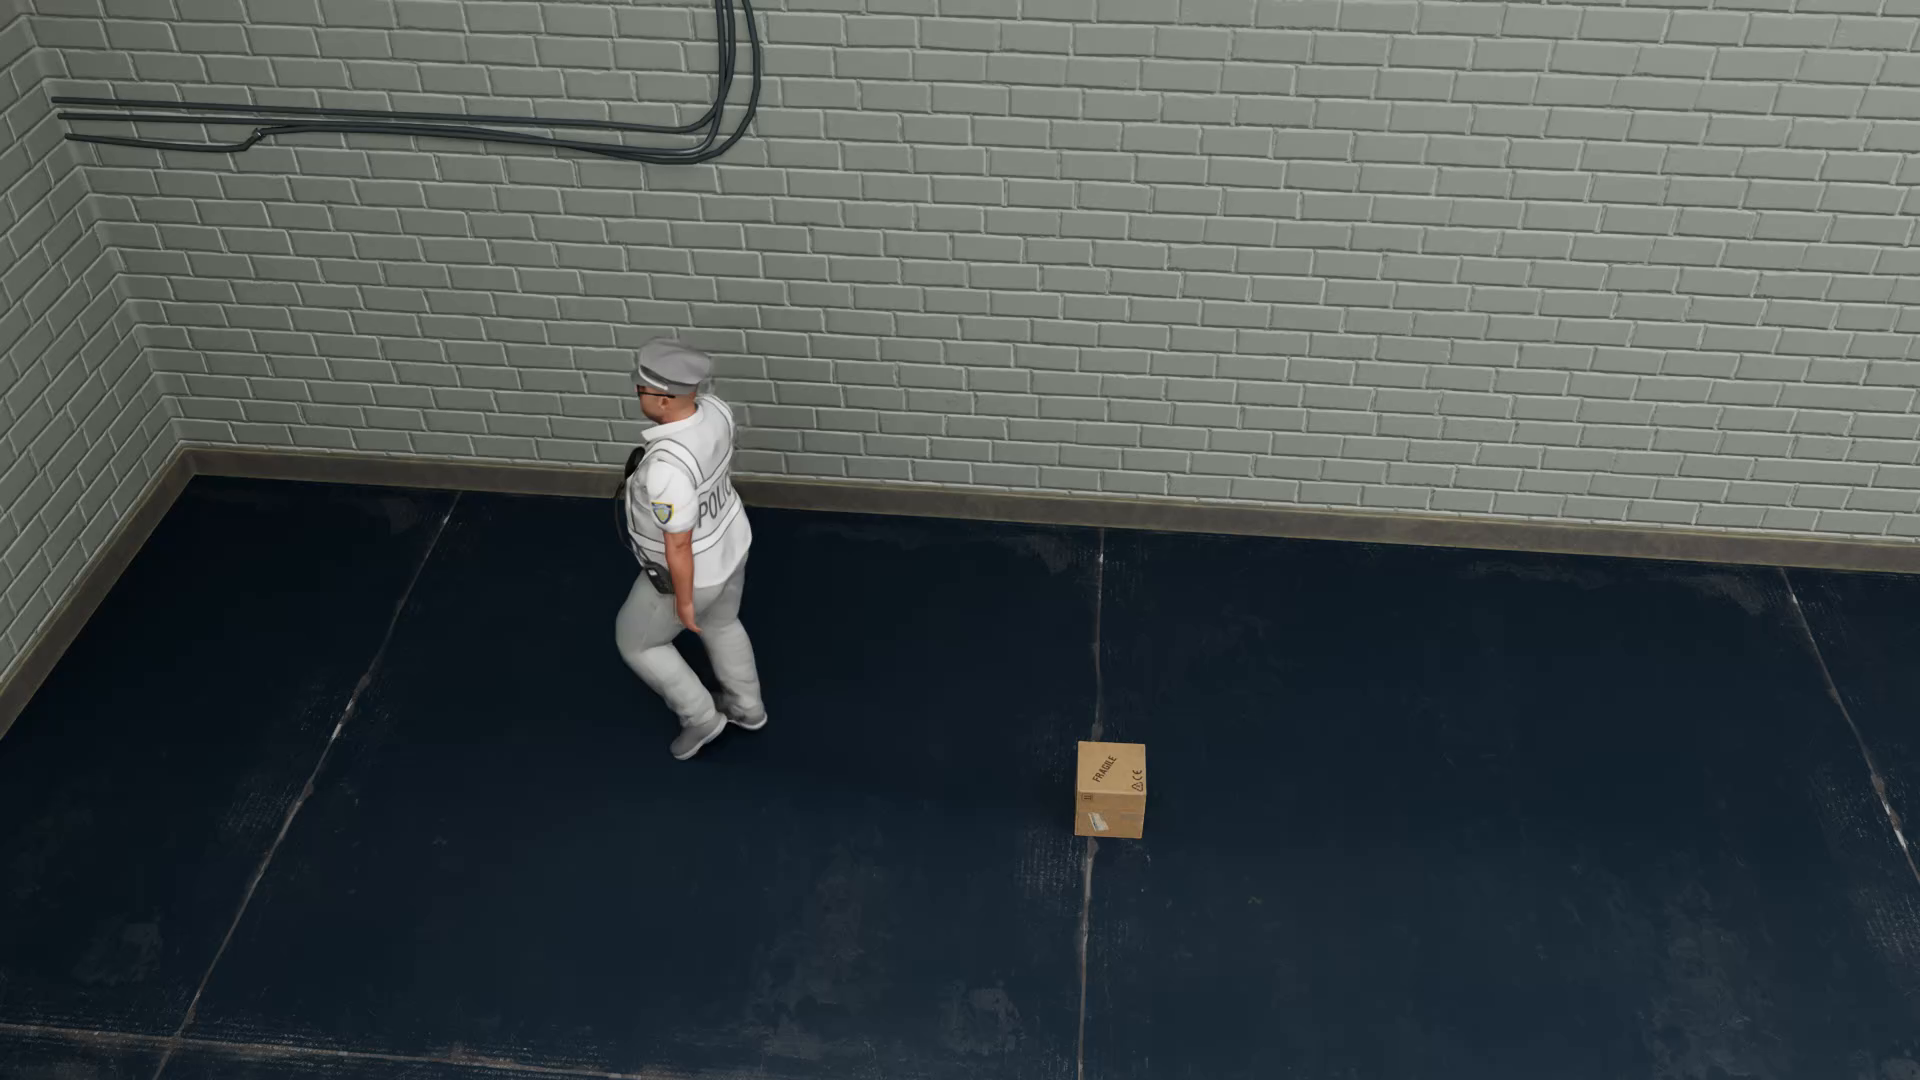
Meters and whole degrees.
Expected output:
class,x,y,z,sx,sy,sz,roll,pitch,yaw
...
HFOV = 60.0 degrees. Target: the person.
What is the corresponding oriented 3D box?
class,x,y,z,sx,sy,sz,roll,pitch,yaw
person,-1.003,0.065,6.062,0.473,1.820,0.545,12,41,14
